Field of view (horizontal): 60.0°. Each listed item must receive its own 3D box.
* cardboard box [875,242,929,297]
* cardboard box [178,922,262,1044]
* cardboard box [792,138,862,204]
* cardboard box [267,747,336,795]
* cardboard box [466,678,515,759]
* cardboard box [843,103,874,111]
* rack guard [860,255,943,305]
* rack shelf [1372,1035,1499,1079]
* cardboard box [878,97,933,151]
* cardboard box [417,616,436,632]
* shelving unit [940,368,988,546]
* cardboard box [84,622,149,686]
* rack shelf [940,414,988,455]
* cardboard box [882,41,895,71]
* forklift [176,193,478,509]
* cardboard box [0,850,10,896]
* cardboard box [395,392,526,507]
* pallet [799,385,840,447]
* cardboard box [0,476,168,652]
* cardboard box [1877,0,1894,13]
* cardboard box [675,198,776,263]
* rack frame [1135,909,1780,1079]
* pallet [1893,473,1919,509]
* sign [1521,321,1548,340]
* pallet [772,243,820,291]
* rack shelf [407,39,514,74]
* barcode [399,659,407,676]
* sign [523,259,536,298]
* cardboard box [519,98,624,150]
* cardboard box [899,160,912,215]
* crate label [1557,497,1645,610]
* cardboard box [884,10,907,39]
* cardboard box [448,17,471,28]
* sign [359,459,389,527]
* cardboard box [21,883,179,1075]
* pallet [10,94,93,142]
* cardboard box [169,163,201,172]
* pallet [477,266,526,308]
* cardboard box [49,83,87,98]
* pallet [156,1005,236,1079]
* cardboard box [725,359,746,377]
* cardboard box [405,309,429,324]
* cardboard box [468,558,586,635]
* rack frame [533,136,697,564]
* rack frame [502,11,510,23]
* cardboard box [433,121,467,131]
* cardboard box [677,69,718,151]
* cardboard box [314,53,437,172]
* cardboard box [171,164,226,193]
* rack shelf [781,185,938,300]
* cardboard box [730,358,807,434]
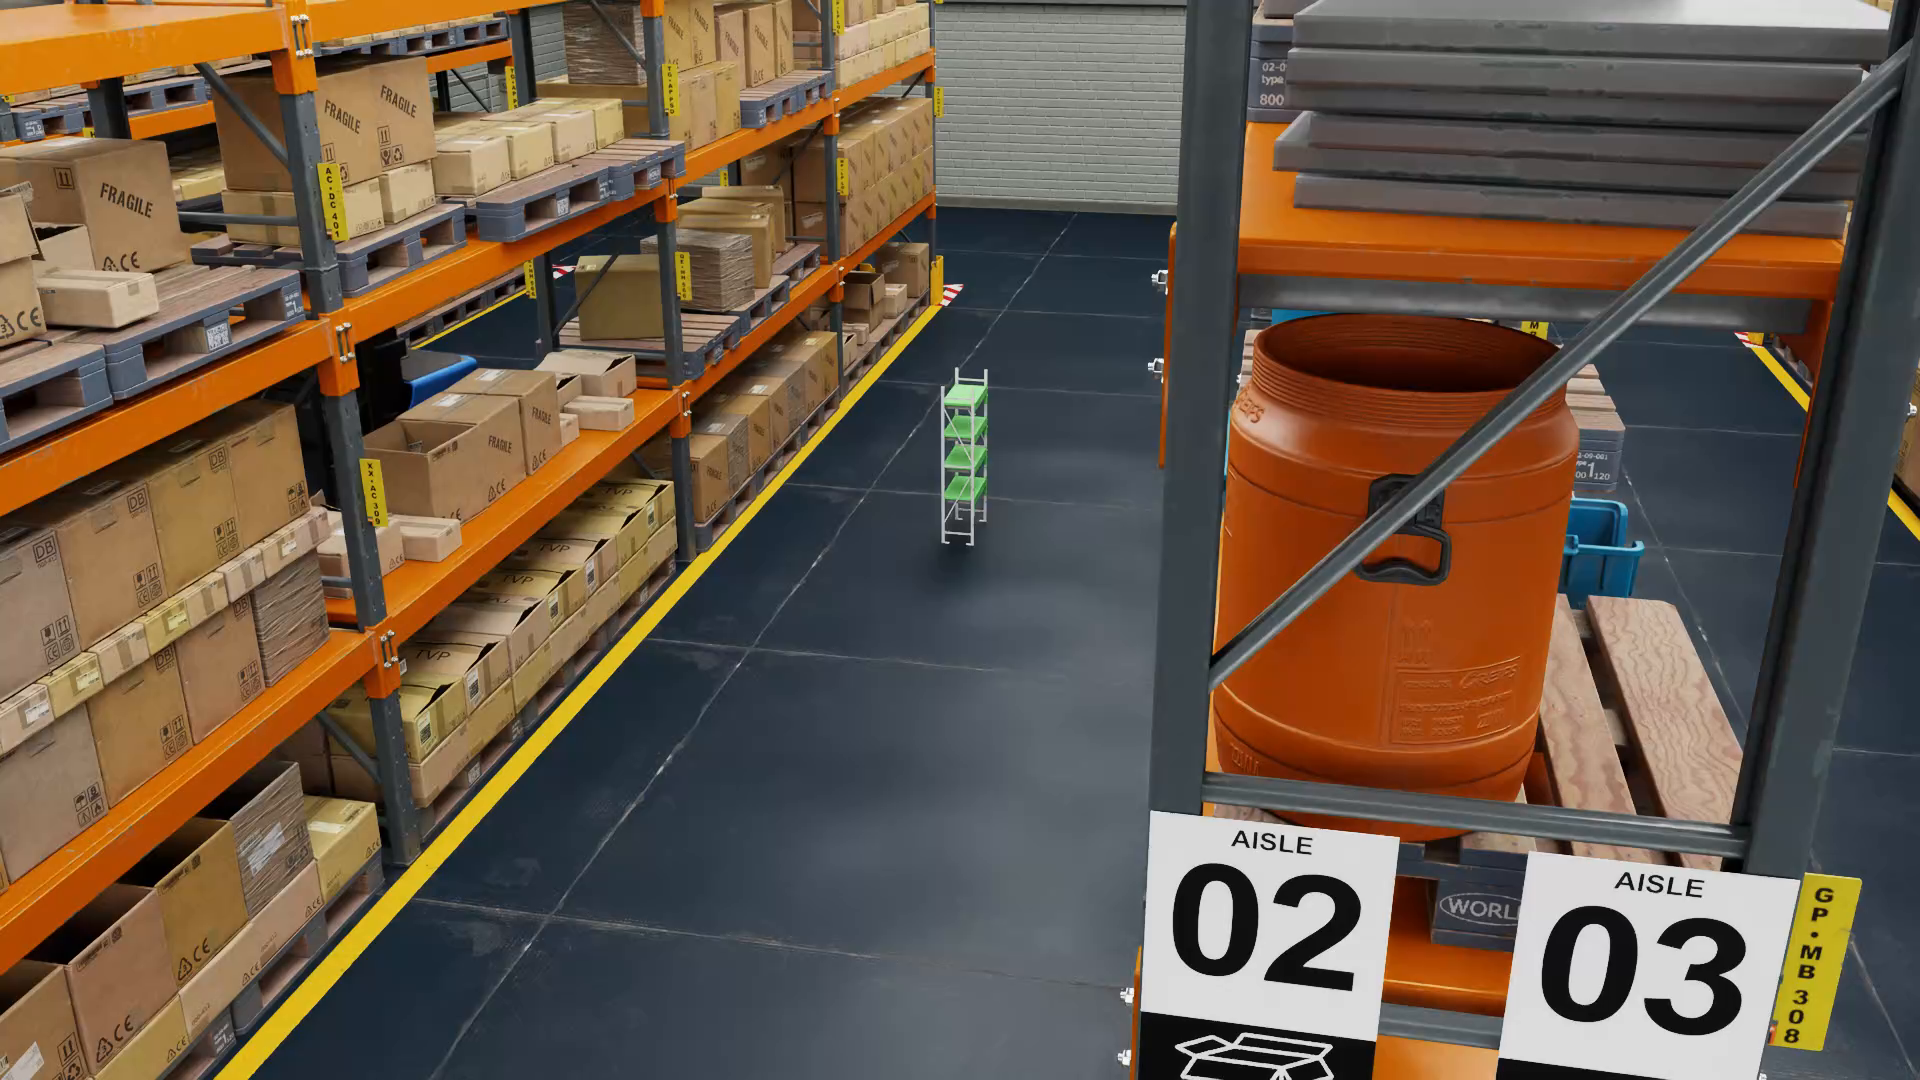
[{"bbox_3d":[-0.645,-3.033,18.627,0.500,0.500,0.500,4,22,11],"label":"cardboard box"},{"bbox_3d":[-3.303,1.815,6.949,0.500,0.250,0.500,4,22,11],"label":"cardboard box"},{"bbox_3d":[-1.219,-3.404,15.319,0.500,0.500,0.500,5,22,12],"label":"cardboard box"},{"bbox_3d":[-3.423,1.089,8.752,0.500,0.250,0.500,4,22,10],"label":"cardboard box"},{"bbox_3d":[-2.793,0.948,9.104,0.500,0.250,0.500,5,22,12],"label":"cardboard box"},{"bbox_3d":[-1.223,-4.382,17.748,0.500,0.500,0.500,5,22,11],"label":"cardboard box"},{"bbox_3d":[-0.790,-3.019,19.180,1.175,0.500,0.348,4,22,11],"label":"rack guard"},{"bbox_3d":[1.217,1.627,5.263,1.077,0.370,4.000,4,22,11],"label":"rack shelf"},{"bbox_3d":[-0.596,-4.533,18.121,0.500,0.500,0.500,4,22,10],"label":"cardboard box"},{"bbox_3d":[-3.217,0.460,9.564,0.500,0.311,0.500,4,22,11],"label":"cardboard box"},{"bbox_3d":[0.034,-0.617,12.280,0.258,1.200,0.503,4,22,11],"label":"shelving unit"},{"bbox_3d":[-3.330,0.415,6.305,0.380,0.149,0.250,5,22,12],"label":"cardboard box"},{"bbox_3d":[0.034,-0.780,12.214,0.258,0.148,0.480,4,22,11],"label":"rack shelf"},{"bbox_3d":[-0.941,-4.773,16.374,0.500,0.250,0.500,4,22,11],"label":"cardboard box"},{"bbox_3d":[-4.813,-1.366,11.822,1.130,2.935,3.031,9,24,21],"label":"forklift"},{"bbox_3d":[-3.722,1.056,5.584,0.700,0.500,0.500,5,22,11],"label":"cardboard box"},{"bbox_3d":[-2.841,-0.519,9.494,0.500,0.500,0.500,4,22,11],"label":"cardboard box"},{"bbox_3d":[-1.720,-1.149,14.925,1.003,0.211,1.213,4,22,11],"label":"pallet"},{"bbox_3d":[-3.512,0.065,6.307,0.700,0.500,0.500,4,22,11],"label":"cardboard box"},{"bbox_3d":[8.578,-4.545,14.779,0.700,0.500,0.500,3,22,7],"label":"cardboard box"},{"bbox_3d":[-1.985,-2.572,14.029,0.700,0.500,0.500,8,23,19],"label":"cardboard box"},{"bbox_3d":[0.809,2.024,3.312,1.000,3.000,0.127,4,22,11],"label":"rack frame"},{"bbox_3d":[8.023,-0.405,13.078,1.003,0.211,1.213,4,22,11],"label":"pallet"},{"bbox_3d":[2.161,-0.788,6.268,0.100,0.325,0.005,4,22,11],"label":"sign"},{"bbox_3d":[-1.861,-2.370,14.481,1.003,0.211,1.213,4,22,11],"label":"pallet"},{"bbox_3d":[-6.033,-4.909,17.475,1.077,0.370,4.000,4,22,11],"label":"rack shelf"},{"bbox_3d":[-2.764,0.631,8.244,0.001,0.075,0.075,4,22,11],"label":"barcode"},{"bbox_3d":[-2.940,-1.819,11.410,0.100,0.325,0.005,4,22,11],"label":"sign"},{"bbox_3d":[-2.445,-2.627,10.484,0.500,0.250,0.500,3,22,7],"label":"cardboard box"},{"bbox_3d":[-0.809,-3.696,17.382,0.500,0.500,0.500,5,22,11],"label":"cardboard box"},{"bbox_3d":[1.514,0.042,4.417,0.502,0.251,0.408,4,22,11],"label":"crate label"},{"bbox_3d":[-0.837,-5.187,16.735,0.500,0.250,0.500,4,22,11],"label":"cardboard box"},{"bbox_3d":[-5.620,-5.667,17.899,0.500,0.250,0.500,4,22,9],"label":"cardboard box"},{"bbox_3d":[-2.680,-0.214,7.605,0.100,0.325,0.005,4,22,11],"label":"sign"},{"bbox_3d":[-3.404,1.651,6.355,0.500,0.500,0.500,4,22,11],"label":"cardboard box"},{"bbox_3d":[-7.178,-3.200,12.522,1.213,0.211,1.003,6,23,13],"label":"pallet"},{"bbox_3d":[-6.988,-3.137,14.565,0.500,0.250,0.500,4,22,9],"label":"cardboard box"},{"bbox_3d":[-5.711,-2.991,19.497,1.003,0.211,1.213,4,22,11],"label":"pallet"},{"bbox_3d":[-7.158,-3.678,12.733,0.700,0.500,0.500,3,22,8],"label":"cardboard box"},{"bbox_3d":[-3.673,2.211,6.581,1.003,0.211,1.213,4,22,11],"label":"pallet"},{"bbox_3d":[-2.135,-1.251,14.203,0.500,0.500,0.500,5,22,12],"label":"cardboard box"},{"bbox_3d":[-6.082,-2.604,17.588,0.700,0.500,0.500,4,22,10],"label":"cardboard box"},{"bbox_3d":[-2.583,0.308,9.940,0.500,0.311,0.500,5,22,12],"label":"cardboard box"},{"bbox_3d":[-2.407,-1.280,11.518,1.000,3.000,0.127,4,22,11],"label":"rack frame"},{"bbox_3d":[-5.625,-7.365,18.596,1.000,3.000,0.127,4,22,11],"label":"rack frame"},{"bbox_3d":[-5.857,-4.267,18.533,0.980,0.700,0.700,4,22,10],"label":"cardboard box"},{"bbox_3d":[-2.247,-3.067,11.804,0.910,0.500,0.500,4,22,11],"label":"cardboard box"},{"bbox_3d":[-2.965,-2.115,8.209,0.500,0.500,0.500,7,23,16],"label":"cardboard box"},{"bbox_3d":[-6.504,-3.098,14.468,0.500,0.250,0.500,5,22,12],"label":"cardboard box"},{"bbox_3d":[-1.183,-3.141,17.101,1.077,0.370,4.000,4,22,11],"label":"rack shelf"},{"bbox_3d":[-1.623,-1.222,14.130,0.500,0.500,0.500,5,22,12],"label":"cardboard box"}]
